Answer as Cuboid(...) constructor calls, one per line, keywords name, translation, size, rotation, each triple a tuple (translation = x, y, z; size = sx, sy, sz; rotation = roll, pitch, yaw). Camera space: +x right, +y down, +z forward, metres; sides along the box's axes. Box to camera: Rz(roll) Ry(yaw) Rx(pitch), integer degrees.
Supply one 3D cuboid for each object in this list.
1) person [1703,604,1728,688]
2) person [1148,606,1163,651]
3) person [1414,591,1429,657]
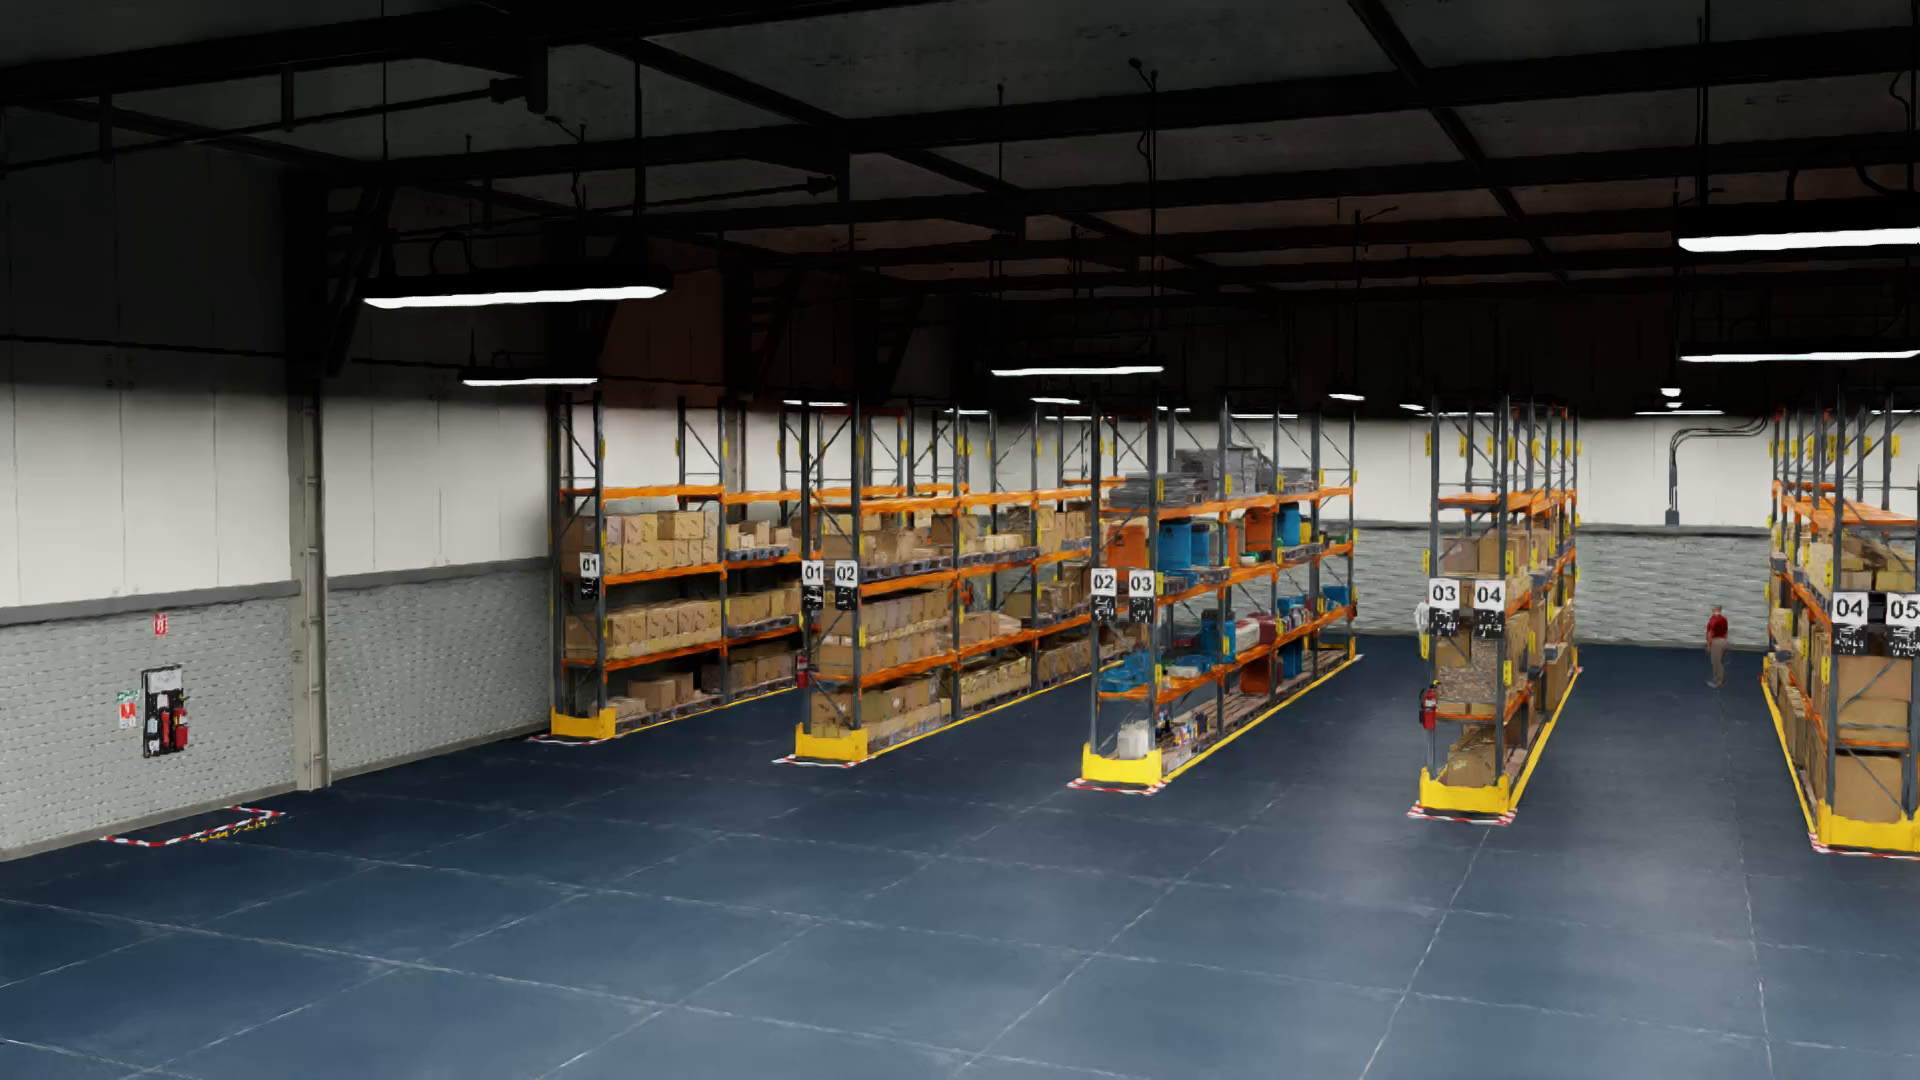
Cuboid(name="person", translation=(15.817, 2.203, 34.824), size=(0.654, 1.721, 0.578), rotation=(-3, 4, -39))
Cuboid(name="person", translation=(4.537, 1.978, 38.363), size=(0.385, 1.769, 0.703), rotation=(1, 3, 13))
Cuboid(name="person", translation=(11.141, 2.009, 39.581), size=(0.639, 1.632, 0.512), rotation=(1, 3, 21))
